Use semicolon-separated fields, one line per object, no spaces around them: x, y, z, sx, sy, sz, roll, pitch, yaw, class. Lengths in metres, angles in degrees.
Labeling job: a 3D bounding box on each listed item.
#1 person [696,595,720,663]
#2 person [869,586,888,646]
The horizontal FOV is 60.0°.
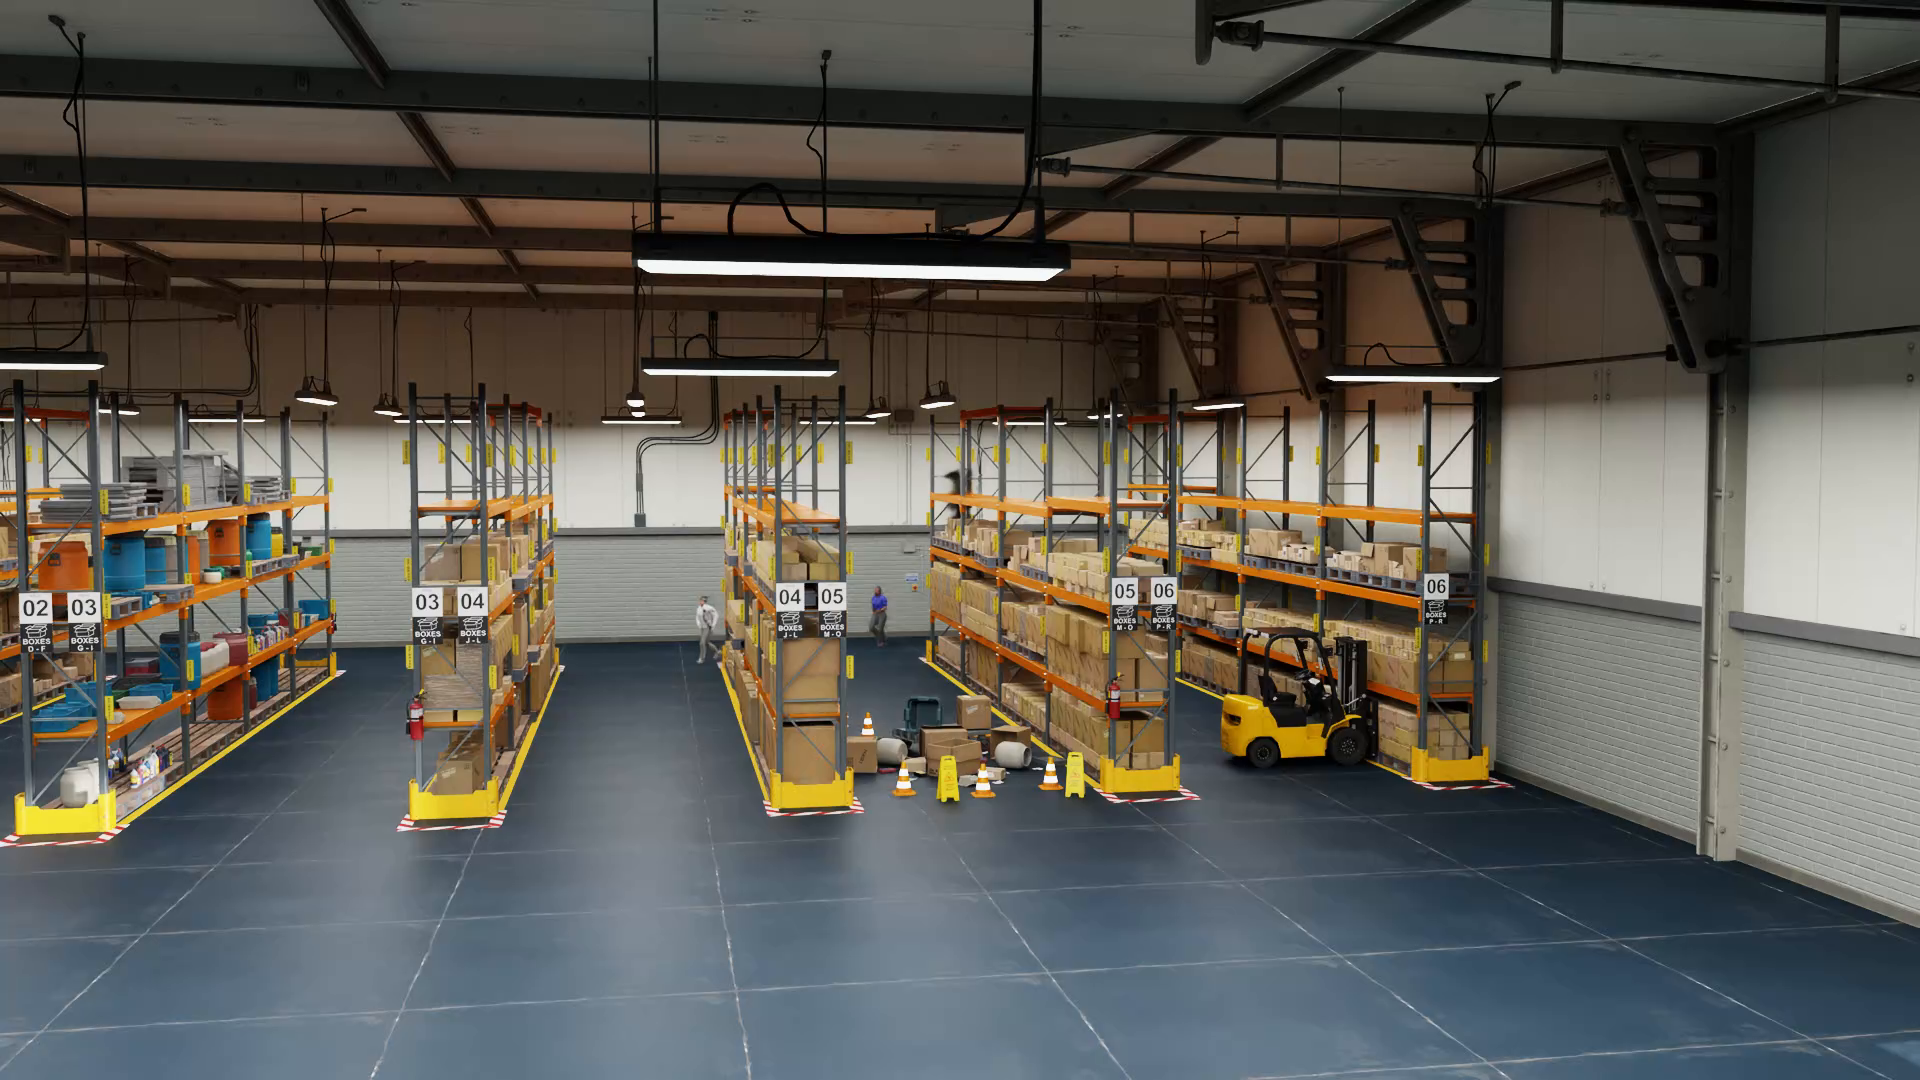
-6.064;2.144;40.325;0.699;1.671;0.613;-3;4;-45;person
-2.147;2.002;43.522;0.596;1.594;0.648;2;3;34;person
